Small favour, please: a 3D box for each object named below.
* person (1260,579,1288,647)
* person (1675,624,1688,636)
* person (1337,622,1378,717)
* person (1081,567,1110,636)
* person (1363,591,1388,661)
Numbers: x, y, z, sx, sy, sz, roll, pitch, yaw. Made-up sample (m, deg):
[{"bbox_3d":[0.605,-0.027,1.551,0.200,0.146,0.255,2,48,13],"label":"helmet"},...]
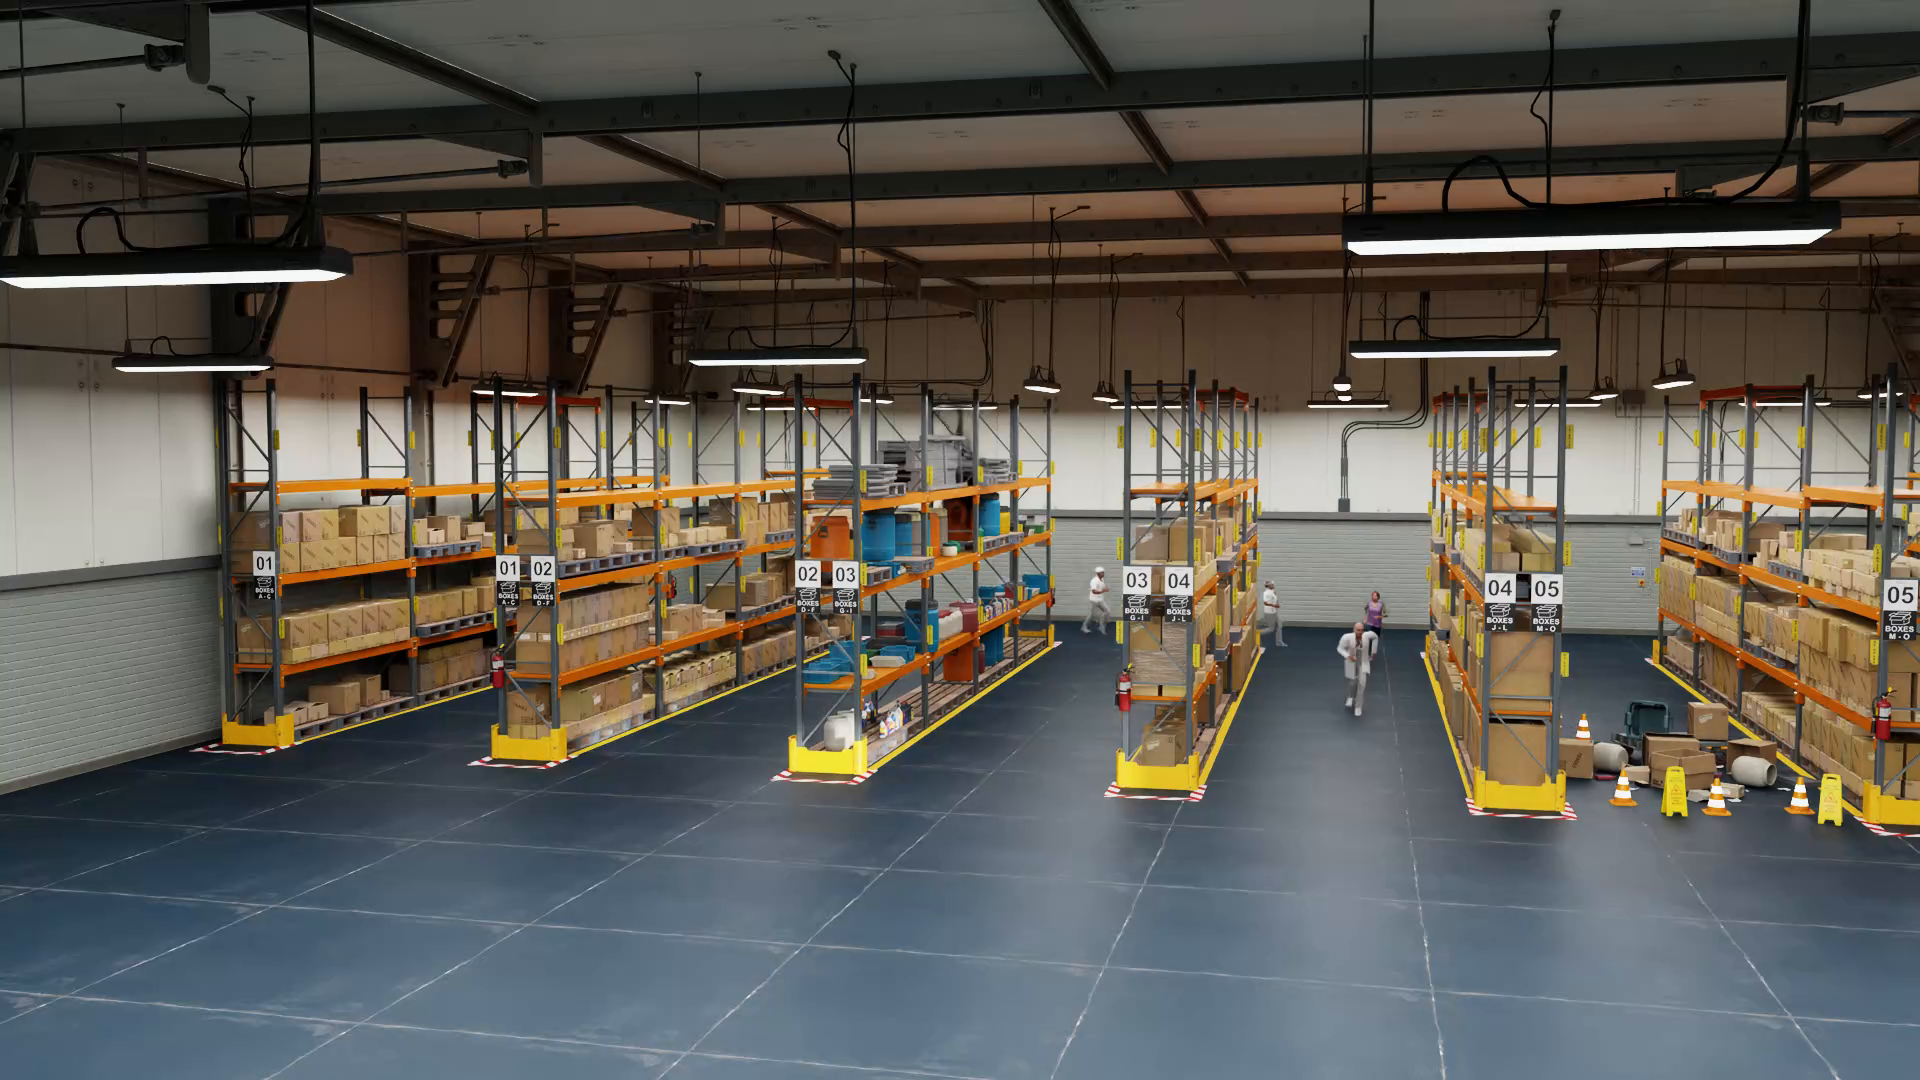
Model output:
[{"bbox_3d":[7.495,1.762,40.154,0.823,1.670,0.649,1,4,20],"label":"person"},{"bbox_3d":[16.676,1.917,38.125,0.548,1.620,0.569,2,4,31],"label":"person"},{"bbox_3d":[7.294,2.343,30.611,0.754,1.743,1.068,0,3,4],"label":"person"},{"bbox_3d":[3.489,1.576,42.584,0.828,1.791,0.729,2,4,29],"label":"person"},{"bbox_3d":[9.347,1.953,37.407,0.547,1.626,0.754,1,4,14],"label":"person"}]
